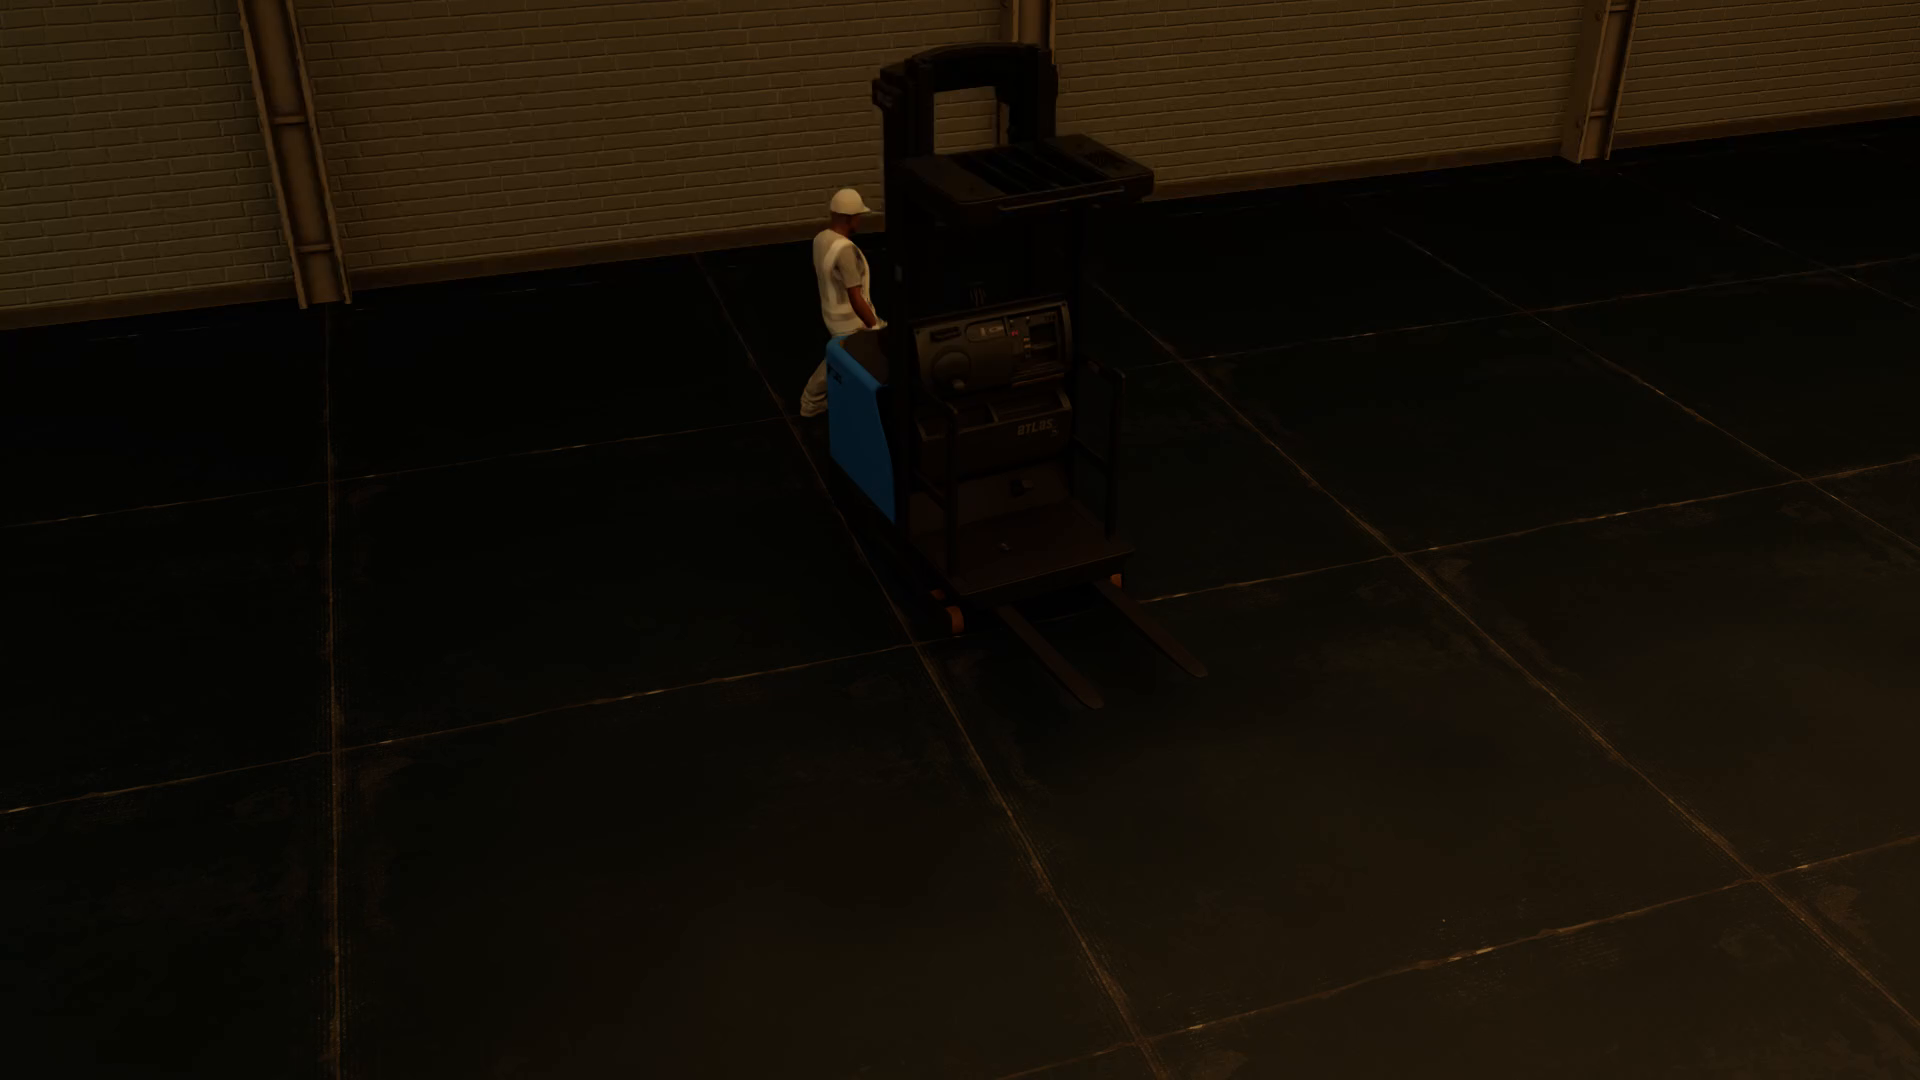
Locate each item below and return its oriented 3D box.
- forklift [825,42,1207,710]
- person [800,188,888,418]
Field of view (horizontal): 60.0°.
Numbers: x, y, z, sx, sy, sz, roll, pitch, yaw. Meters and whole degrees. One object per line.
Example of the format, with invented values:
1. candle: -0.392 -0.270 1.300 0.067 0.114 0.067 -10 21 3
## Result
1. forklift: 0.281 -0.999 8.823 1.130 2.935 3.031 -14 33 -23
2. person: -0.717 -1.521 11.045 0.661 1.651 1.012 -12 32 -19
